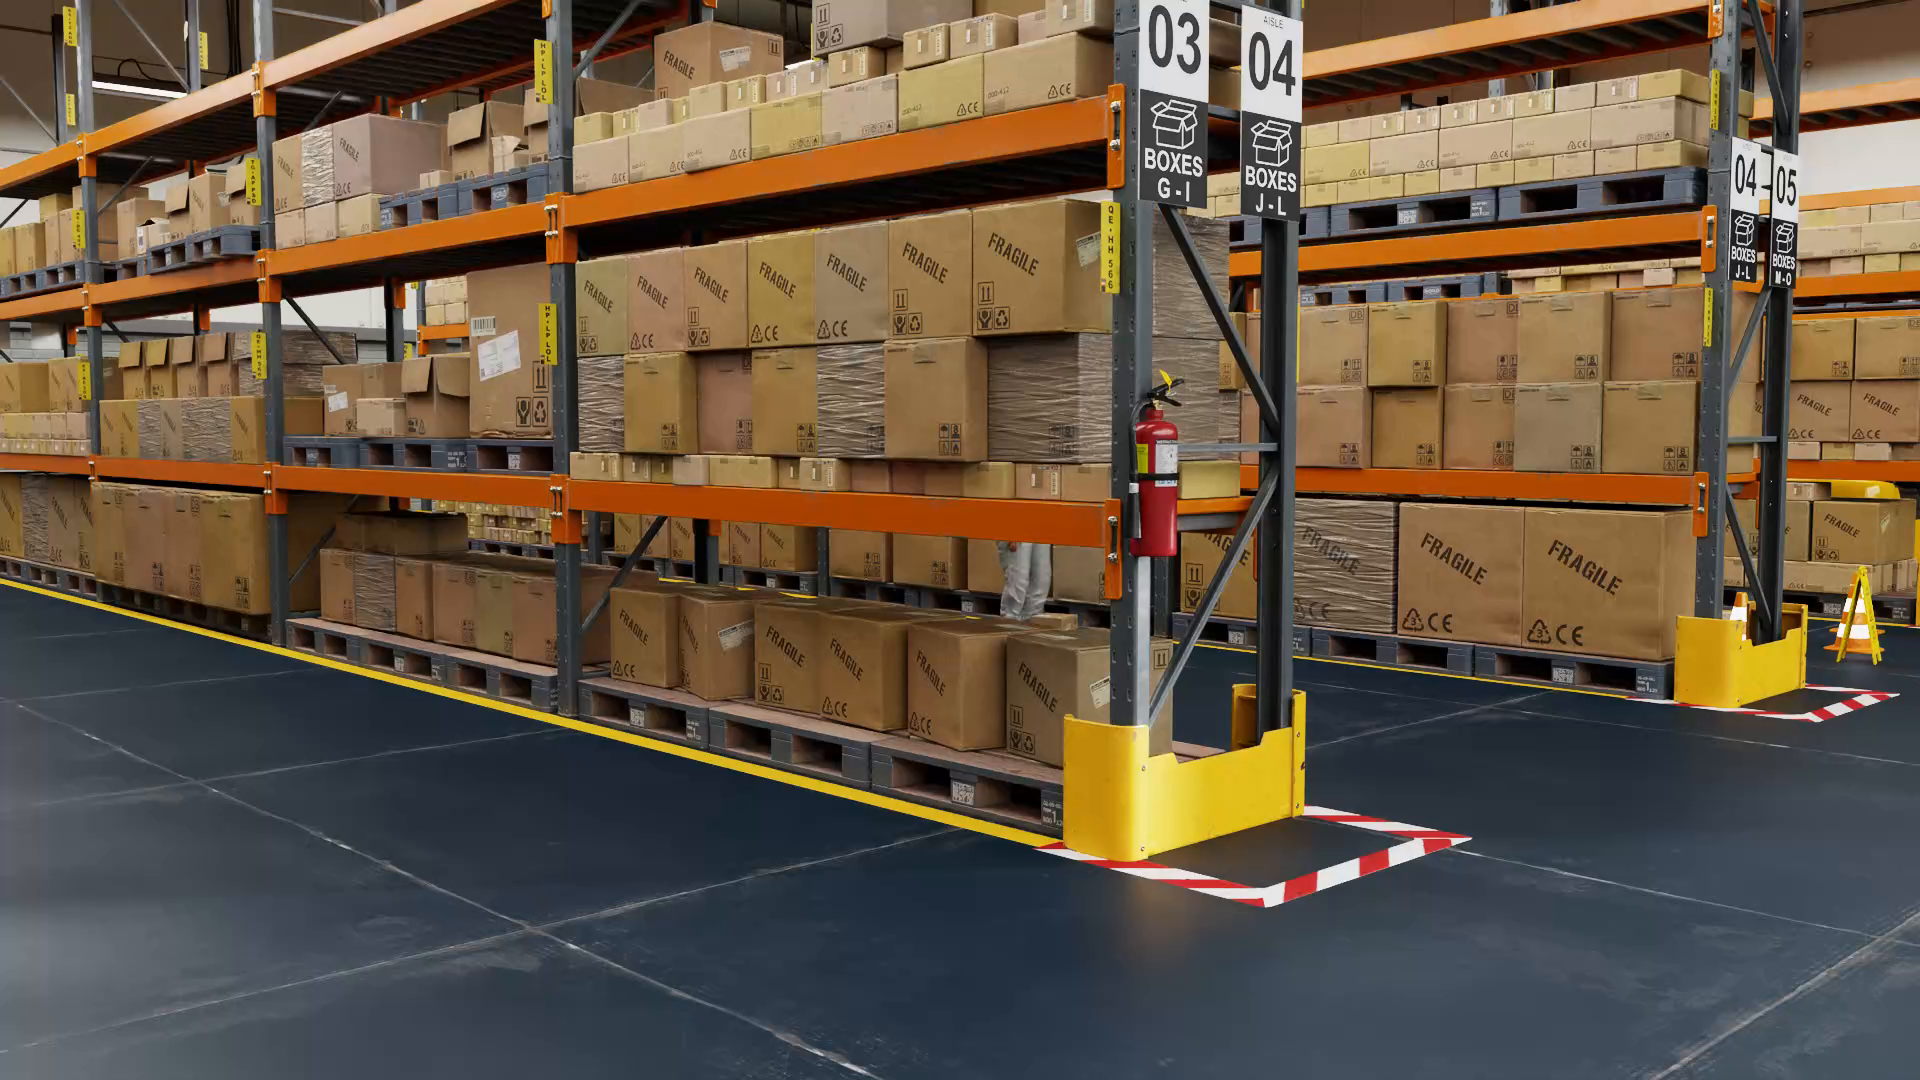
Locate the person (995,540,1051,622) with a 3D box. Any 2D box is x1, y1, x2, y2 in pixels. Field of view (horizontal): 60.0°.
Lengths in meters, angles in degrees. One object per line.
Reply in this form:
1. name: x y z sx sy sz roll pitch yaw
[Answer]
1. person: 0.477 -0.058 11.809 0.465 1.666 0.539 3 5 36
